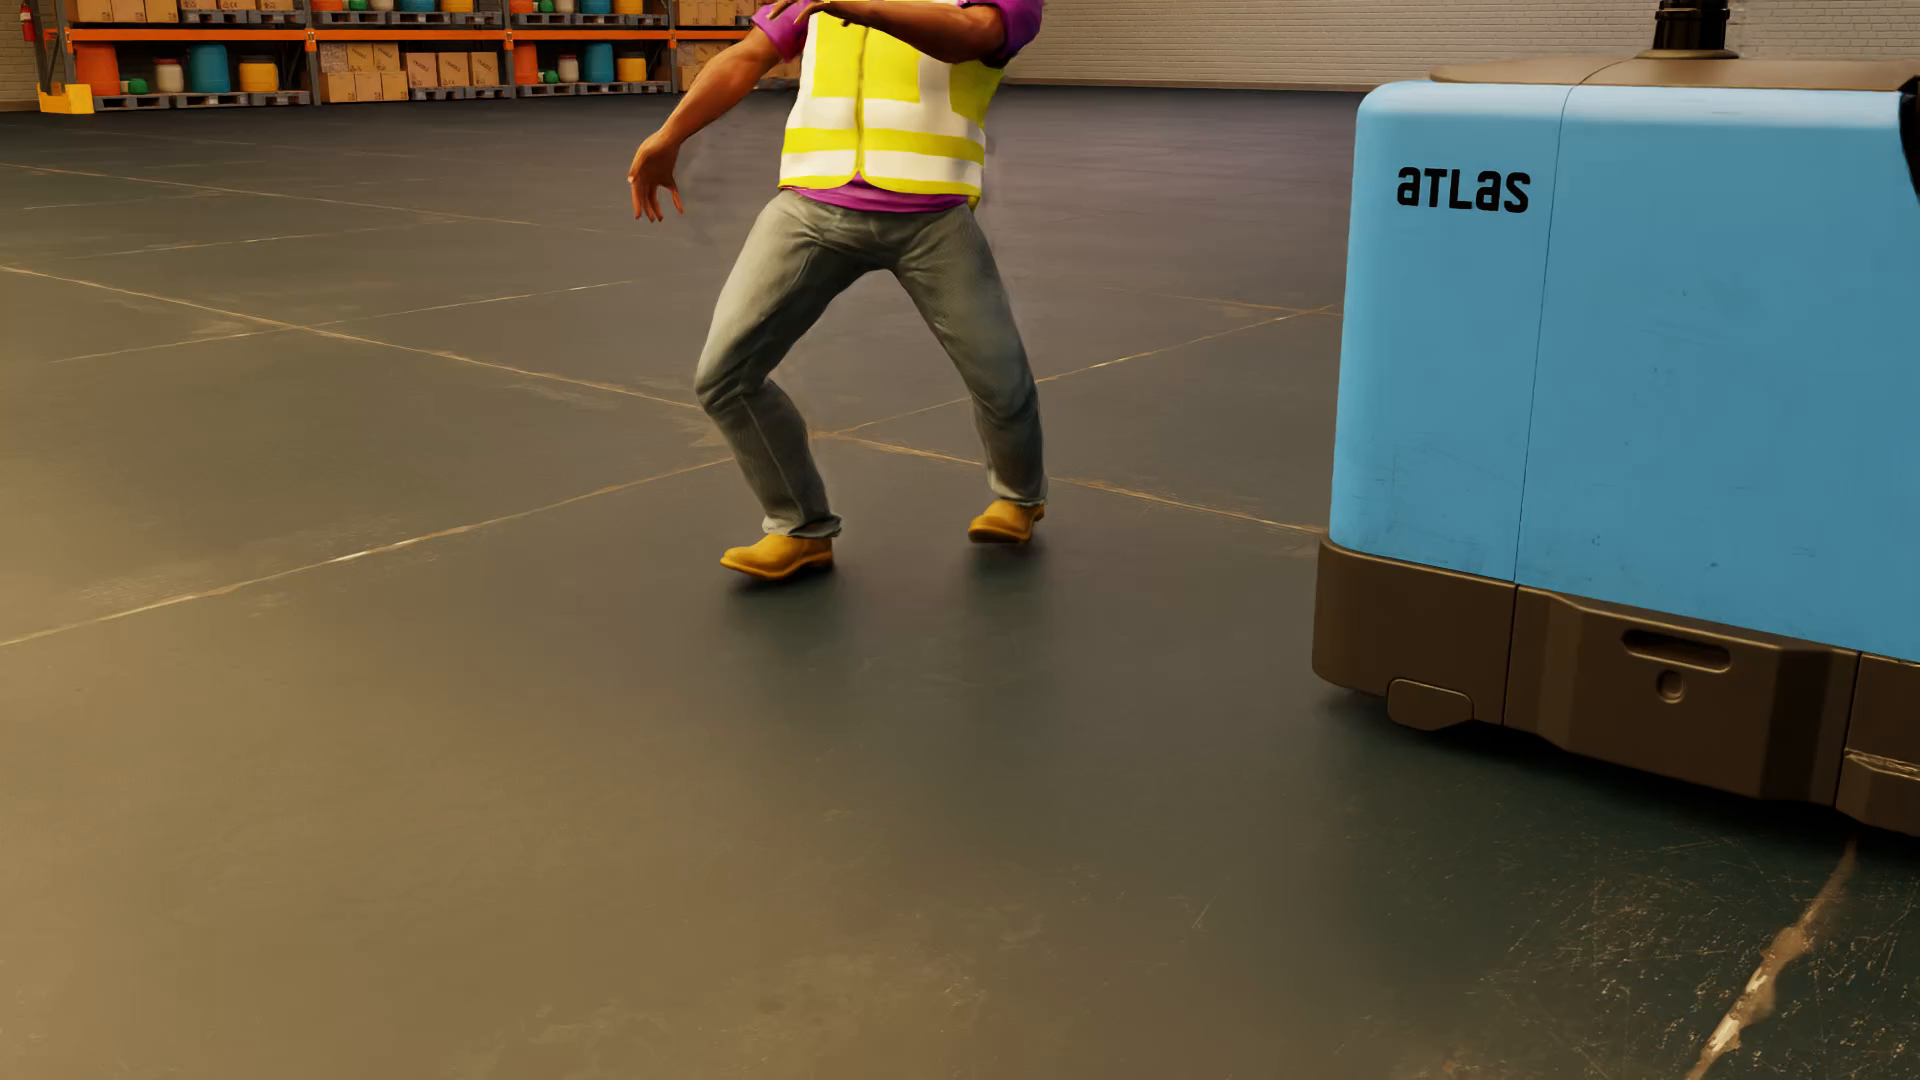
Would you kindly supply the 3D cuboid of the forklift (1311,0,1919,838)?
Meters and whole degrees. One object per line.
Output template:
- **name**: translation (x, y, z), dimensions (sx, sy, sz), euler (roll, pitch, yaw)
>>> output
- **forklift**: translation (2.098, -0.949, 2.023), dimensions (3.031, 2.935, 1.130), euler (13, 21, 36)

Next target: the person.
- **person**: translation (-0.277, -0.698, 3.441), dimensions (0.863, 1.608, 0.871), euler (3, 17, 11)
